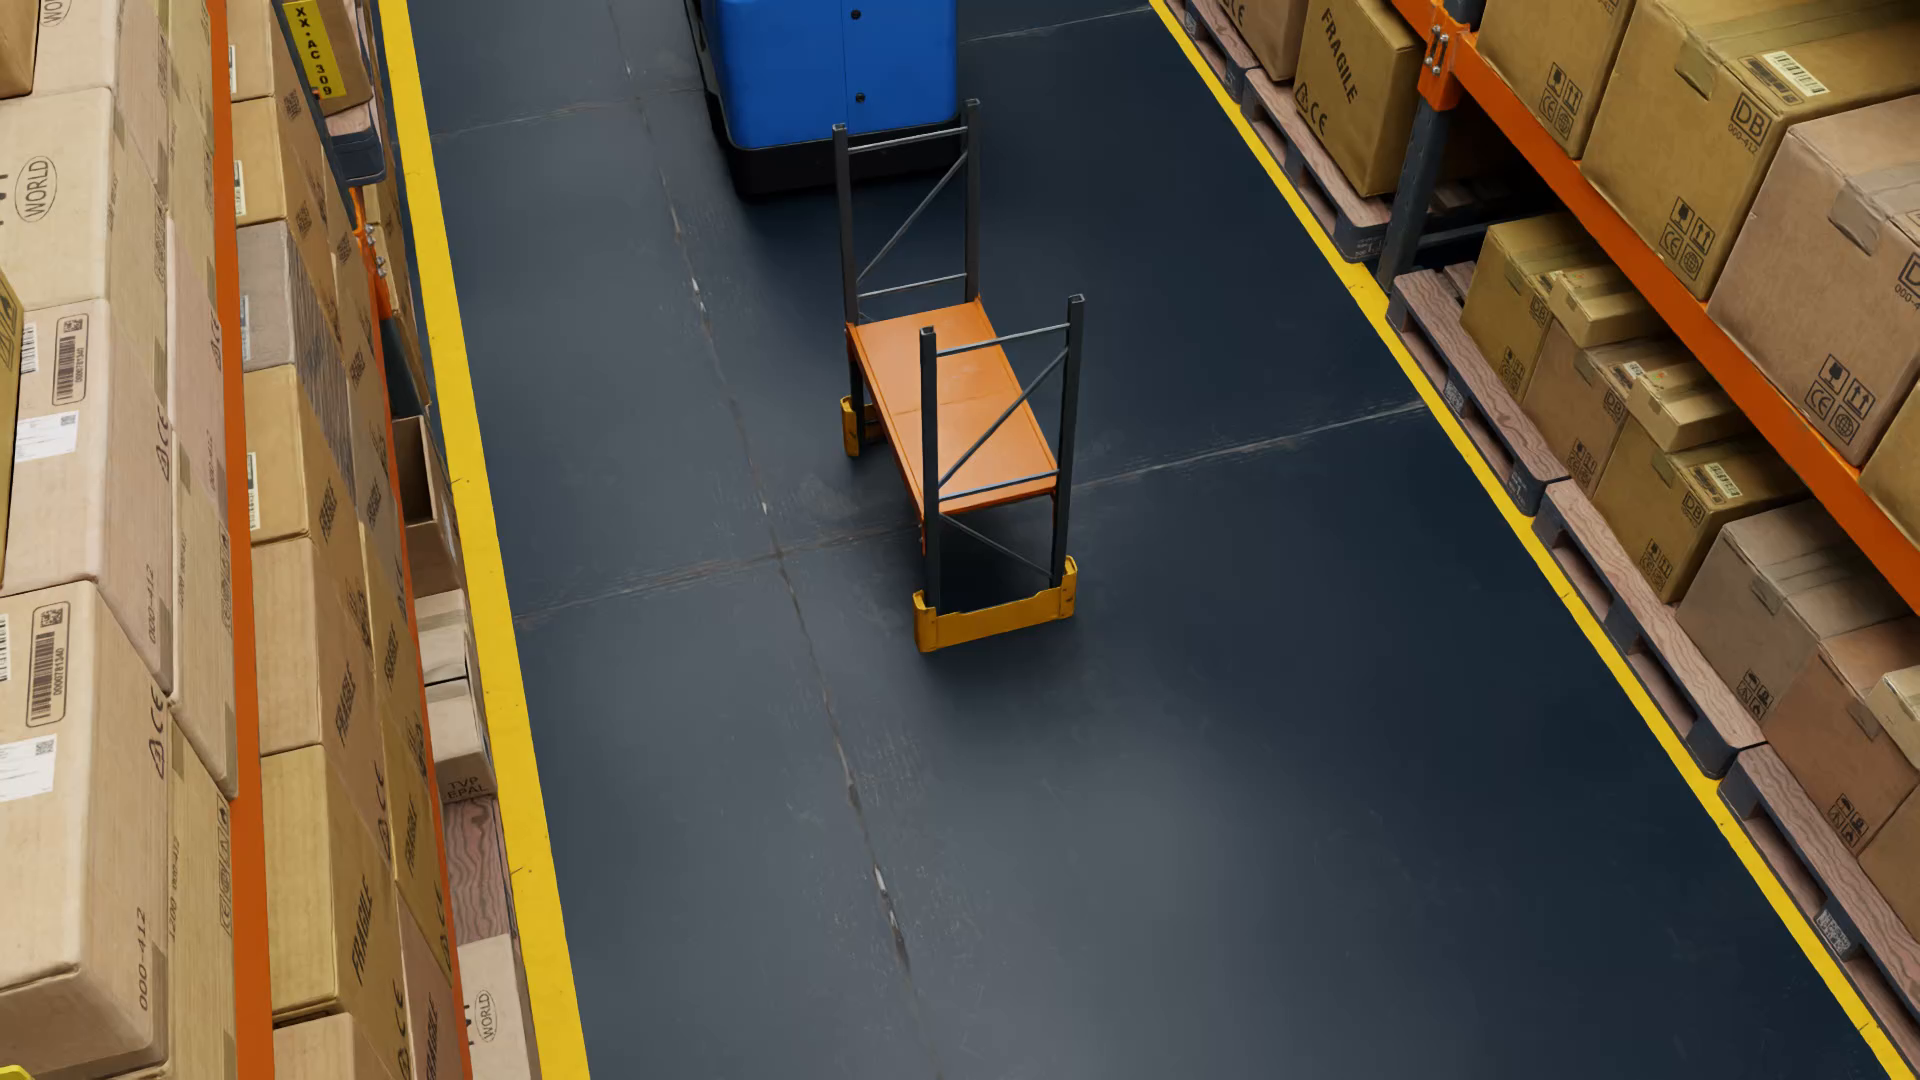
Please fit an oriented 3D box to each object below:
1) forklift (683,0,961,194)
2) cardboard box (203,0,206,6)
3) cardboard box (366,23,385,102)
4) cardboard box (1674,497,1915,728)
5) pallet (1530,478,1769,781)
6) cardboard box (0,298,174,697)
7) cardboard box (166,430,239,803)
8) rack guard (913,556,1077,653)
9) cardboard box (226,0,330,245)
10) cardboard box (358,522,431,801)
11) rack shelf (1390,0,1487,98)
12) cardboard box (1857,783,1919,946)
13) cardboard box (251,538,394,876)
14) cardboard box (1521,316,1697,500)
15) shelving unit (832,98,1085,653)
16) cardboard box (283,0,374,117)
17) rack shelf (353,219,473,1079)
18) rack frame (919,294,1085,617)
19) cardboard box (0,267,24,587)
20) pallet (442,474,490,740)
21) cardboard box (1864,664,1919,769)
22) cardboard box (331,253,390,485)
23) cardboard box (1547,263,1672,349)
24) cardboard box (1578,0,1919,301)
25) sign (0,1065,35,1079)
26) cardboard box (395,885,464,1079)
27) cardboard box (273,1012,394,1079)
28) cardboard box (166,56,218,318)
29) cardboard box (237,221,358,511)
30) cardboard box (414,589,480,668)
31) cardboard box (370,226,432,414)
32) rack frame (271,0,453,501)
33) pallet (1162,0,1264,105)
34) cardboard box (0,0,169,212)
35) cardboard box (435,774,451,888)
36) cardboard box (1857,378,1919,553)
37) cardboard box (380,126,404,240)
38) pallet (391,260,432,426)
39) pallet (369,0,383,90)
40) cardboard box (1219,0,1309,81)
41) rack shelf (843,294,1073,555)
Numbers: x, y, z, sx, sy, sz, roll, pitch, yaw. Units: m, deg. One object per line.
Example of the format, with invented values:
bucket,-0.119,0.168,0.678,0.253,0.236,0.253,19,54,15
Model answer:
forklift,-0.834,-3.654,7.413,1.130,2.935,3.031,-10,51,-8
cardboard box,-1.903,-1.304,3.524,0.500,0.250,0.500,-13,51,-11
cardboard box,-2.968,-2.298,7.573,0.500,0.500,0.500,-15,51,-12
cardboard box,2.875,0.199,5.480,0.700,0.500,0.500,-15,51,-12
pallet,2.807,0.193,5.949,1.003,0.211,1.213,-13,51,-11
cardboard box,-1.300,-0.008,2.104,0.500,0.250,0.500,-13,51,-11
cardboard box,-1.300,0.154,2.295,0.500,0.250,0.500,-13,51,-11
rack guard,0.125,0.227,5.895,0.587,0.250,0.087,-13,51,-11
cardboard box,-2.042,-1.092,4.490,0.500,0.500,0.500,-13,51,-11
cardboard box,-1.585,0.349,3.929,0.500,0.500,0.500,-13,51,-10
rack shelf,1.701,-3.400,7.625,1.077,0.370,4.000,-13,51,-11
cardboard box,3.173,0.932,4.863,0.700,0.500,0.500,-13,51,-11
cardboard box,-1.440,0.388,3.242,0.500,0.500,0.500,-13,51,-10
cardboard box,2.561,-0.564,6.124,0.700,0.500,0.500,-14,51,-11
shelving unit,-0.023,-0.539,5.724,0.587,1.500,1.083,-13,51,-11
cardboard box,-2.365,-1.613,5.308,0.700,0.500,0.500,-30,56,-23
rack shelf,-1.847,0.644,4.216,1.077,0.370,4.000,-13,51,-11
rack frame,0.125,-0.174,5.416,0.500,1.500,0.032,-13,51,-11
cardboard box,-1.490,-0.204,1.779,0.700,0.500,0.500,-13,51,-11
pallet,-2.236,0.352,5.815,1.003,0.211,1.213,-13,51,-11
cardboard box,2.884,0.484,4.816,0.380,0.149,0.250,-12,51,-10
cardboard box,-1.892,-0.398,4.558,0.500,0.500,0.500,-12,51,-10
cardboard box,2.343,-0.849,5.940,0.380,0.149,0.250,-12,51,-10
cardboard box,2.648,-1.334,5.216,0.980,0.700,0.700,-14,51,-12
sign,-0.737,0.502,1.332,0.100,0.325,0.005,-13,51,-11
cardboard box,-1.293,1.081,3.311,0.500,0.500,0.500,-14,51,-11
cardboard box,-1.135,1.135,2.612,0.500,0.500,0.500,-12,51,-10
cardboard box,-1.604,-0.575,2.909,0.500,0.250,0.500,-13,51,-11
cardboard box,-1.739,-0.351,3.864,0.500,0.500,0.500,-13,51,-11
cardboard box,-1.831,0.341,5.578,0.380,0.149,0.250,-13,51,-11
cardboard box,-2.349,-0.793,6.304,0.500,0.500,0.500,-15,52,-13
rack frame,-2.439,-1.049,5.172,1.000,3.000,0.127,-13,51,-11
pallet,1.628,-2.712,8.398,1.003,0.211,1.213,-13,51,-11
cardboard box,-1.598,-0.737,2.719,0.500,0.250,0.500,-13,51,-11
cardboard box,-1.878,0.985,4.803,0.797,0.503,0.637,-13,51,-11
cardboard box,3.089,-0.246,4.299,0.980,0.700,0.700,-14,51,-11
cardboard box,-2.658,-1.547,6.939,0.500,0.500,0.500,-13,51,-11
pallet,-2.715,-0.735,6.732,1.003,0.211,1.213,-13,51,-11
pallet,-3.437,-2.517,8.234,1.003,0.211,1.213,-13,51,-11
cardboard box,1.710,-2.708,7.702,0.750,0.750,0.750,-12,51,-10
rack shelf,-0.025,-0.430,5.867,0.538,0.185,1.000,-13,51,-11
